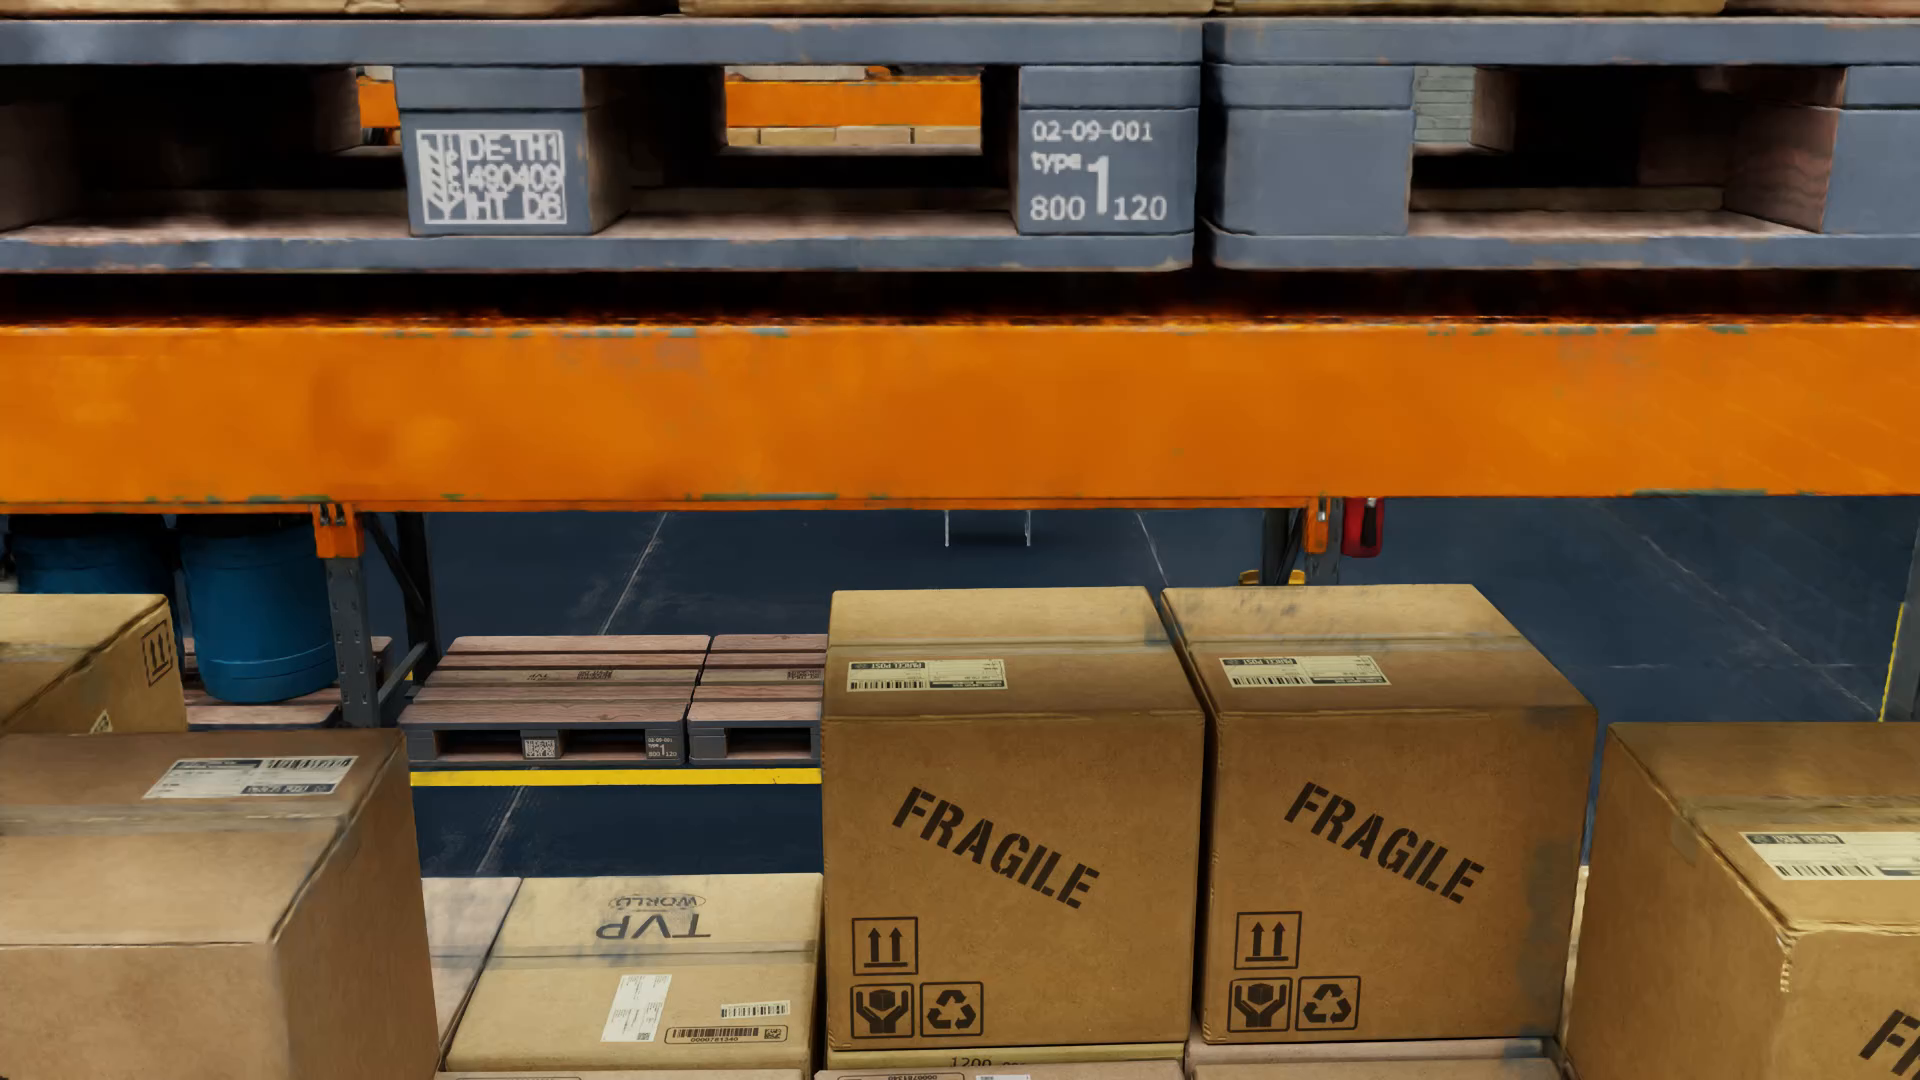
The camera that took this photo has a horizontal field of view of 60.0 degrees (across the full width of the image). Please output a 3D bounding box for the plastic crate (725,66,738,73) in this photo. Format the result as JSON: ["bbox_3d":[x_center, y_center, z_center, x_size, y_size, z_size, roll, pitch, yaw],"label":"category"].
[{"bbox_3d":[-0.738,-2.079,6.901,0.530,0.282,0.437,0,18,-1],"label":"plastic crate"}]

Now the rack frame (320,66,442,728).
[{"bbox_3d":[-2.517,-0.604,7.020,0.127,3.000,1.000,0,18,-1],"label":"rack frame"}]

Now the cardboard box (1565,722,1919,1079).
[{"bbox_3d":[1.078,0.545,1.970,0.500,0.500,0.500,0,18,0],"label":"cardboard box"}]

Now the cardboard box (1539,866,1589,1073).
[{"bbox_3d":[1.077,0.739,2.592,0.500,0.250,0.500,-1,18,-2],"label":"cardboard box"}]

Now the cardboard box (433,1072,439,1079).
[{"bbox_3d":[-0.949,0.911,2.056,0.500,0.250,0.500,0,18,1],"label":"cardboard box"}]

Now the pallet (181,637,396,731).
[{"bbox_3d":[-3.289,0.715,7.474,1.213,0.211,1.003,0,18,-1],"label":"pallet"}]

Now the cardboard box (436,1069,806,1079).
[{"bbox_3d":[-0.456,0.911,2.056,0.500,0.250,0.500,0,18,-1],"label":"cardboard box"}]

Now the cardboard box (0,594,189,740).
[{"bbox_3d":[-1.482,0.396,2.433,0.500,0.500,0.500,0,18,0],"label":"cardboard box"}]

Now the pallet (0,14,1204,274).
[{"bbox_3d":[-0.404,-0.483,1.878,1.213,0.211,1.003,0,18,-1],"label":"pallet"}]

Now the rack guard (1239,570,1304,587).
[{"bbox_3d":[1.507,0.563,7.475,0.348,0.500,1.175,0,18,-1],"label":"rack guard"}]

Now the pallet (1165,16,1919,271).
[{"bbox_3d":[0.819,-0.490,1.899,1.213,0.211,1.003,0,18,-1],"label":"pallet"}]

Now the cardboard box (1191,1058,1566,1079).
[{"bbox_3d":[0.573,0.905,2.075,0.500,0.250,0.500,-1,18,-2],"label":"cardboard box"}]

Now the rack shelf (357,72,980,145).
[{"bbox_3d":[-0.517,-1.700,6.702,4.000,0.370,1.077,0,18,-1],"label":"rack shelf"}]

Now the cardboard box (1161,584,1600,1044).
[{"bbox_3d":[0.577,0.384,2.470,0.500,0.500,0.500,-1,18,-2],"label":"cardboard box"}]

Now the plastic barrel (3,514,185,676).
[{"bbox_3d":[-3.769,0.196,7.274,0.708,0.901,0.600,0,18,-1],"label":"plastic barrel"}]

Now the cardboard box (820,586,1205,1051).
[{"bbox_3d":[0.059,0.389,2.457,0.500,0.500,0.500,-1,18,-2],"label":"cardboard box"}]

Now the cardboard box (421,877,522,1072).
[{"bbox_3d":[-0.974,0.750,2.557,0.500,0.250,0.500,0,18,0],"label":"cardboard box"}]

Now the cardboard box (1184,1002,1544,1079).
[{"bbox_3d":[0.557,0.743,2.578,0.500,0.250,0.500,0,18,-2],"label":"cardboard box"}]

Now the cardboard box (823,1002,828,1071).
[{"bbox_3d":[-0.337,0.918,2.688,0.250,0.149,0.380,-1,18,-2],"label":"cardboard box"}]

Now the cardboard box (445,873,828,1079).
[{"bbox_3d":[-0.467,0.749,2.561,0.500,0.250,0.500,-1,18,-2],"label":"cardboard box"}]

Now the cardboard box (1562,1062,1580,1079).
[{"bbox_3d":[1.081,0.902,2.082,0.500,0.250,0.500,-1,18,-2],"label":"cardboard box"}]

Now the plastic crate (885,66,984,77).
[{"bbox_3d":[-0.049,-2.099,6.871,0.767,0.338,0.504,0,18,-1],"label":"plastic crate"}]

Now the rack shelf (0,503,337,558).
[{"bbox_3d":[-4.517,-0.252,7.100,4.000,0.370,1.077,0,18,-1],"label":"rack shelf"}]

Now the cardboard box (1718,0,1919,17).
[{"bbox_3d":[1.042,-0.815,1.753,0.500,0.500,0.700,-1,18,-4],"label":"cardboard box"}]

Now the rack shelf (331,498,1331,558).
[{"bbox_3d":[-0.517,-0.271,7.160,4.000,0.370,1.077,0,18,-1],"label":"rack shelf"}]

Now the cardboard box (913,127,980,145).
[{"bbox_3d":[-0.056,-2.567,11.339,0.500,0.500,0.500,0,18,1],"label":"cardboard box"}]

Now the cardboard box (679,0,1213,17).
[{"bbox_3d":[-0.039,-0.832,1.806,0.500,0.500,0.700,-1,18,-5],"label":"cardboard box"}]

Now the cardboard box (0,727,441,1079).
[{"bbox_3d":[-0.943,0.553,1.944,0.500,0.500,0.500,-1,18,-3],"label":"cardboard box"}]

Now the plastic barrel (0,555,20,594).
[{"bbox_3d":[-4.335,0.357,7.410,0.421,0.512,0.421,0,18,0],"label":"plastic barrel"}]

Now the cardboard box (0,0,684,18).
[{"bbox_3d":[-0.594,-0.797,1.697,0.500,0.500,0.700,1,18,2],"label":"cardboard box"}]

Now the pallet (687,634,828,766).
[{"bbox_3d":[-0.559,0.701,7.515,1.213,0.211,1.003,0,18,-1],"label":"pallet"}]

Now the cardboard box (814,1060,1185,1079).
[{"bbox_3d":[0.064,0.907,2.067,0.500,0.250,0.500,-1,18,-3],"label":"cardboard box"}]

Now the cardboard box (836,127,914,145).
[{"bbox_3d":[-0.569,-2.565,11.332,0.500,0.500,0.500,0,18,1],"label":"cardboard box"}]

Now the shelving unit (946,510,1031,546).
[{"bbox_3d":[0.166,-0.572,9.867,0.503,1.200,0.258,0,18,-1],"label":"shelving unit"}]

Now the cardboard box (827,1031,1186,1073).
[{"bbox_3d":[0.055,0.745,2.574,0.500,0.250,0.500,-1,18,-3],"label":"cardboard box"}]

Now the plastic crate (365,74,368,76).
[{"bbox_3d":[-2.098,-2.026,6.889,0.662,0.188,0.450,0,18,-1],"label":"plastic crate"}]

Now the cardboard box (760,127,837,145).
[{"bbox_3d":[-1.086,-2.562,11.323,0.500,0.500,0.500,-1,18,-2],"label":"cardboard box"}]

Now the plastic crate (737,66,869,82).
[{"bbox_3d":[-0.579,-1.840,6.395,0.530,0.136,0.437,0,18,-1],"label":"plastic crate"}]

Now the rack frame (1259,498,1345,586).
[{"bbox_3d":[1.483,-0.623,7.080,0.127,3.000,1.000,0,18,-1],"label":"rack frame"}]

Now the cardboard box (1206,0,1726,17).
[{"bbox_3d":[0.477,-0.849,1.859,0.500,0.500,0.700,-1,18,-3],"label":"cardboard box"}]

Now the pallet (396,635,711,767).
[{"bbox_3d":[-1.782,0.708,7.494,1.213,0.211,1.003,0,18,-1],"label":"pallet"}]

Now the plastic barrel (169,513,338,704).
[{"bbox_3d":[-3.061,0.192,7.285,0.708,0.901,0.600,0,18,-1],"label":"plastic barrel"}]

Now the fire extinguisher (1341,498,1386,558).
[{"bbox_3d":[1.641,-0.271,6.719,0.183,0.674,0.296,0,18,-1],"label":"fire extinguisher"}]

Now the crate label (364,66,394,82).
[{"bbox_3d":[-2.023,-1.821,6.335,0.466,0.136,0.293,0,18,-1],"label":"crate label"}]

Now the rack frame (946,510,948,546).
[{"bbox_3d":[-0.078,-0.571,9.863,0.015,1.200,0.240,0,18,-1],"label":"rack frame"}]

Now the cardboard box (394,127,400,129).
[{"bbox_3d":[-5.177,-4.096,15.996,0.500,0.250,0.500,0,18,0],"label":"cardboard box"}]

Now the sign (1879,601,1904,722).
[{"bbox_3d":[1.558,0.270,2.749,0.005,0.325,0.100,0,18,-1],"label":"sign"}]

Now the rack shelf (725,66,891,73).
[{"bbox_3d":[-0.592,-3.212,11.418,4.000,0.370,1.077,0,18,-1],"label":"rack shelf"}]

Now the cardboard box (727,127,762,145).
[{"bbox_3d":[-1.600,-2.560,11.316,0.500,0.500,0.500,-1,18,-3],"label":"cardboard box"}]

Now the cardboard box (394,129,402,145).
[{"bbox_3d":[-5.163,-3.735,16.098,0.500,0.500,0.500,0,18,-1],"label":"cardboard box"}]

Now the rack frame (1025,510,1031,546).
[{"bbox_3d":[0.409,-0.573,9.870,0.015,1.200,0.240,0,18,-1],"label":"rack frame"}]
